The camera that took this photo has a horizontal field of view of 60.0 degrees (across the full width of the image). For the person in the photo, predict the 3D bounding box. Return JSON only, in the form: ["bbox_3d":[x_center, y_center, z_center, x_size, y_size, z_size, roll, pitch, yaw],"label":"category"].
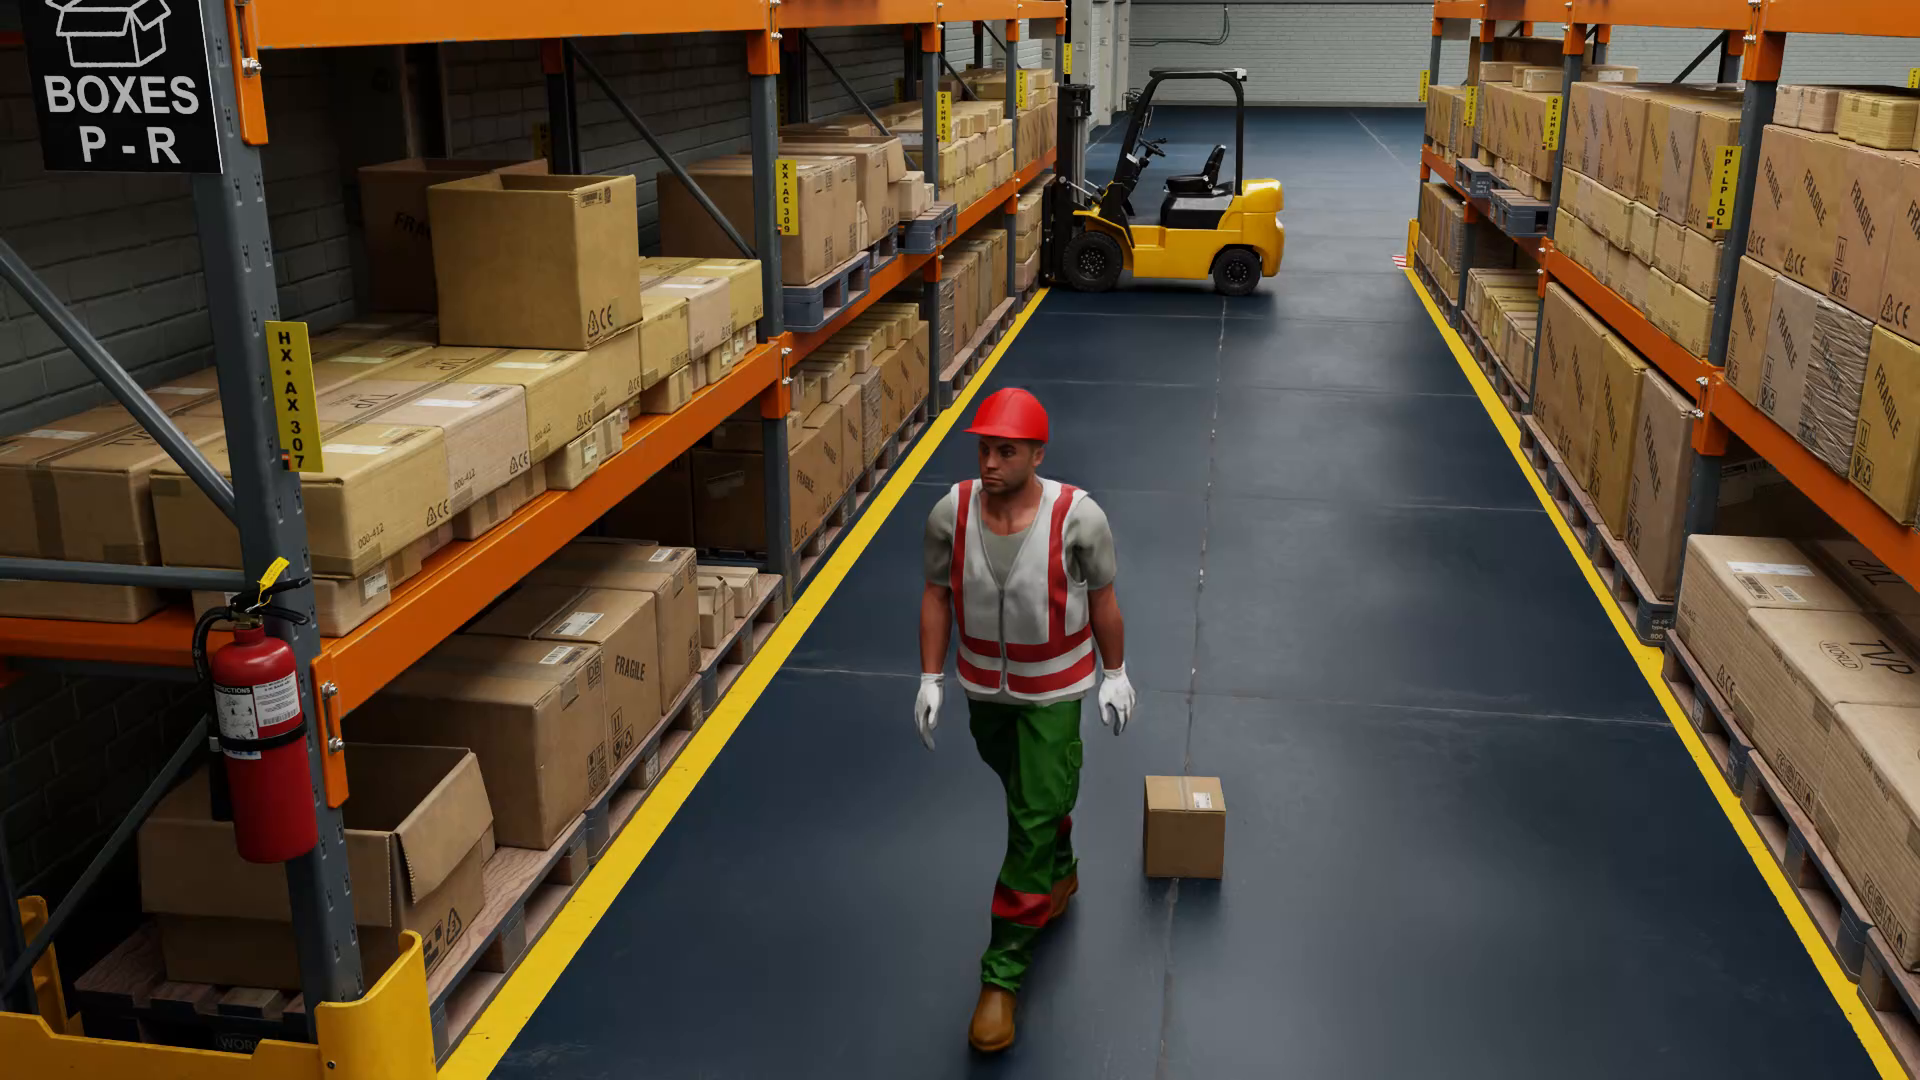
[{"bbox_3d":[0.143,0.418,4.666,0.571,1.724,0.981,9,20,25],"label":"person"}]
